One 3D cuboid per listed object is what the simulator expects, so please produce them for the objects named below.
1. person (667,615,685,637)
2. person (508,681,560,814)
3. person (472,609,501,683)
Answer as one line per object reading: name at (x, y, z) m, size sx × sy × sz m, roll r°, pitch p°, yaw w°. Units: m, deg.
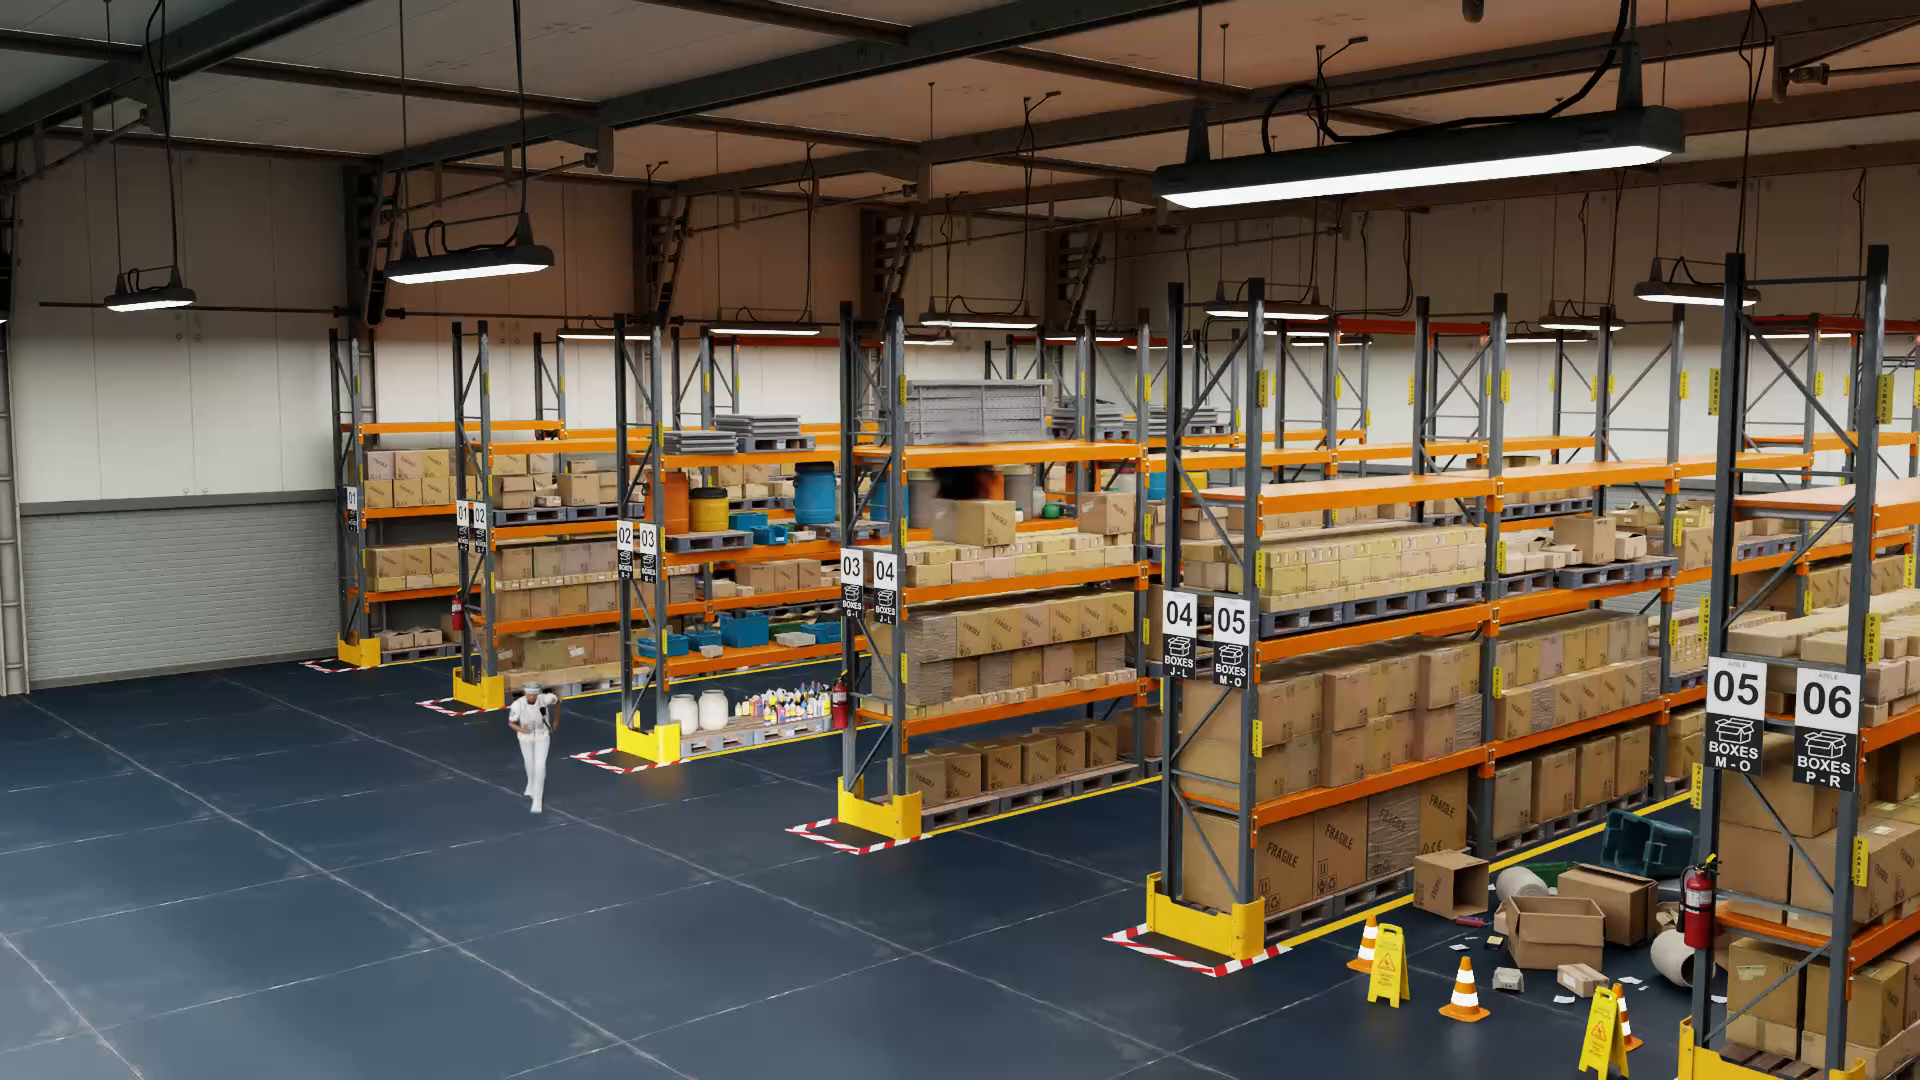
person at (-5.317, 1.338, 30.630) m, size 0.550 × 1.609 × 0.555 m, roll -4°, pitch 7°, yaw -35°
person at (-5.111, 2.434, 20.001) m, size 0.615 × 1.621 × 0.968 m, roll -2°, pitch 6°, yaw -15°
person at (-7.840, 1.521, 28.085) m, size 0.899 × 1.794 × 0.717 m, roll -5°, pitch 7°, yaw -40°
